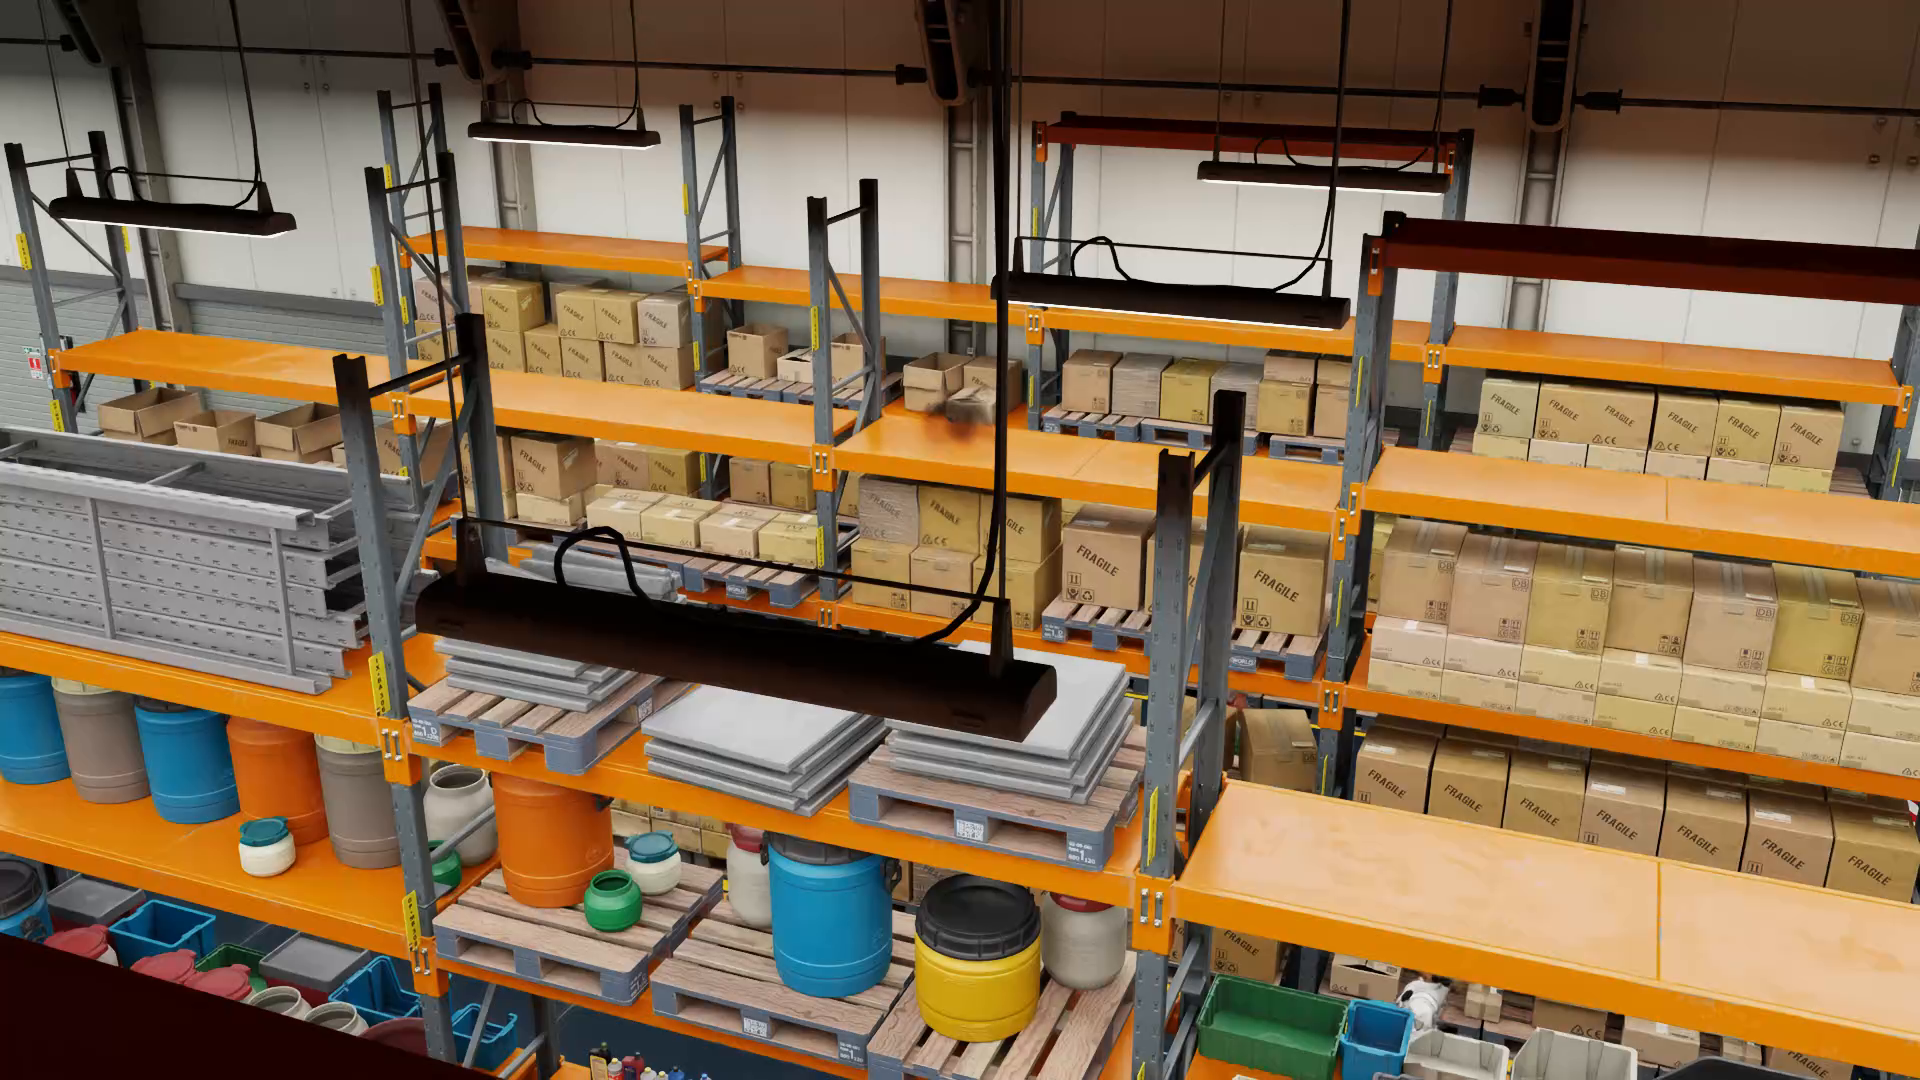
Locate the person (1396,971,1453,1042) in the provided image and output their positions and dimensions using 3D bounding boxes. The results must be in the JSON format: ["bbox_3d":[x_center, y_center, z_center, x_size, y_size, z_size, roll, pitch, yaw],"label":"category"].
[{"bbox_3d":[3.131,3.403,11.092,0.631,1.656,0.514,8,22,19],"label":"person"}]

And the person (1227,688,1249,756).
[{"bbox_3d":[2.459,1.625,15.609,0.595,1.793,0.534,12,24,28],"label":"person"}]
